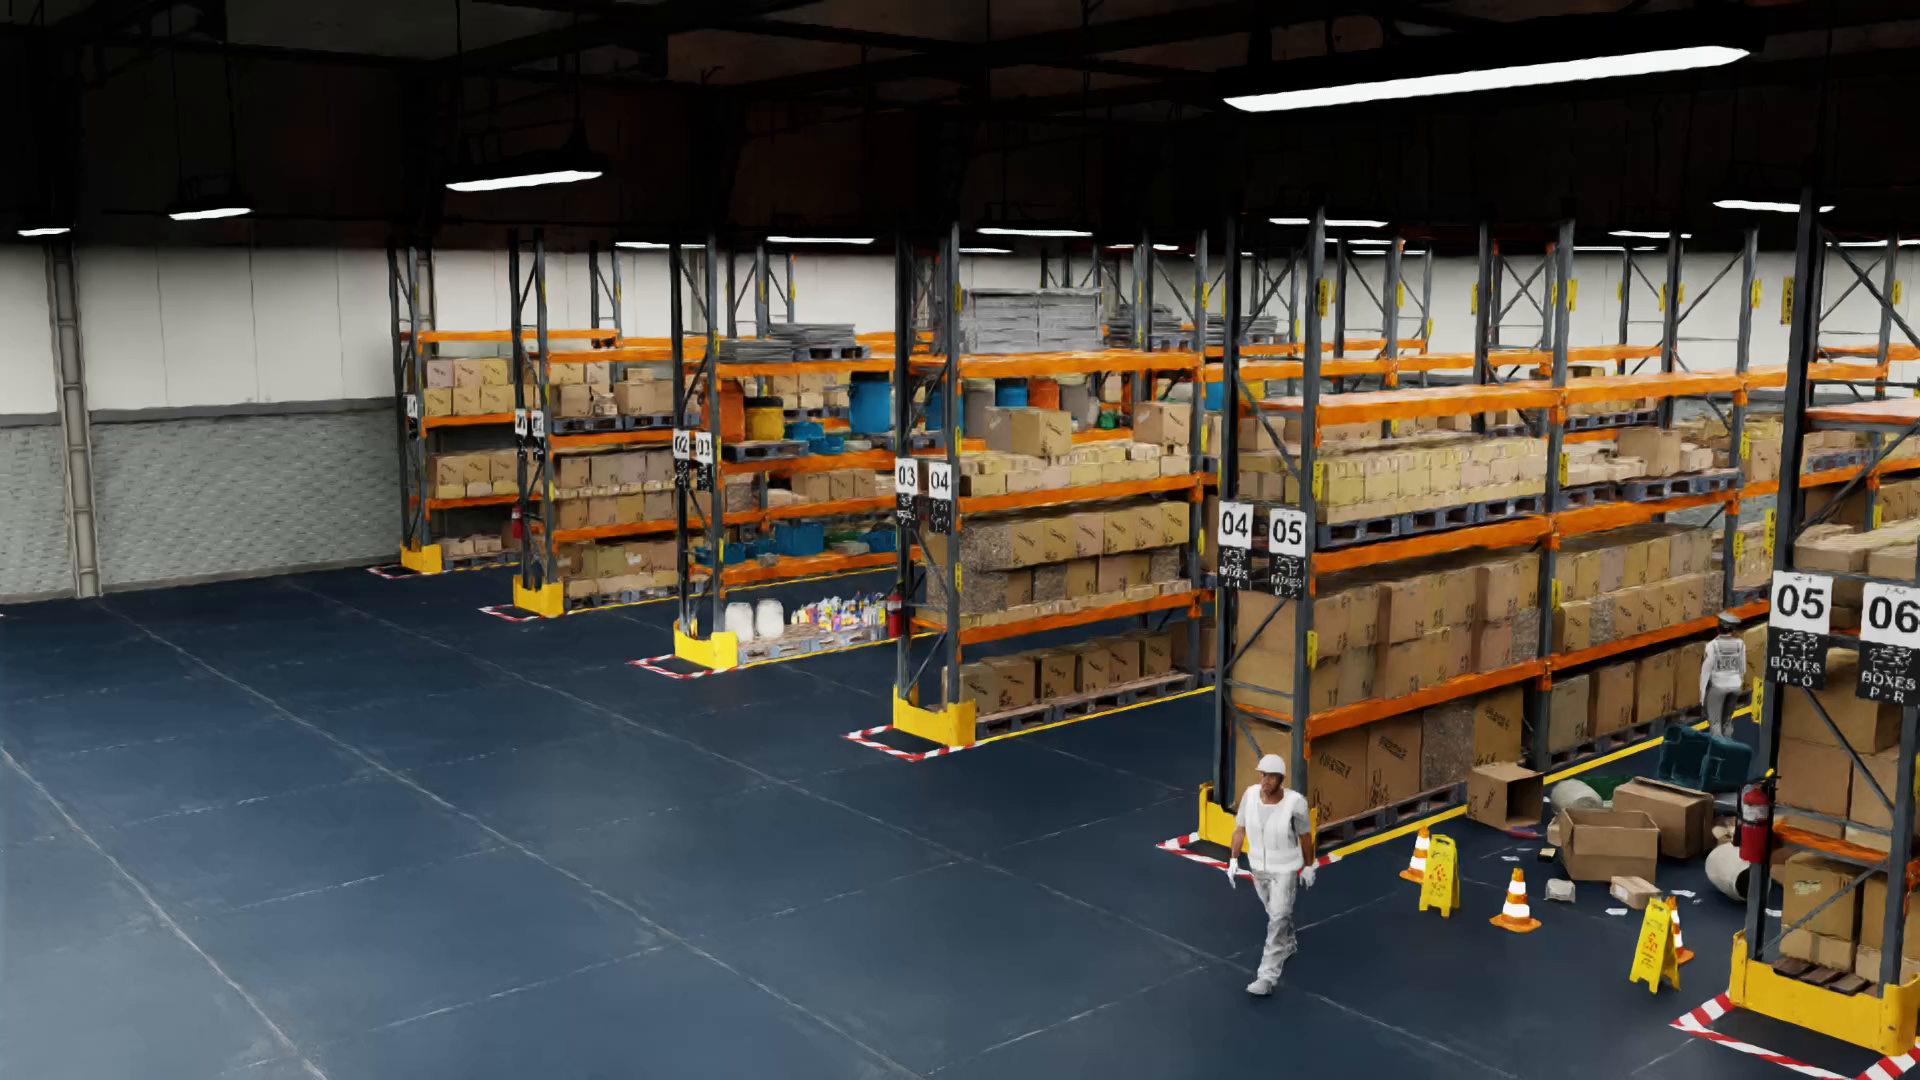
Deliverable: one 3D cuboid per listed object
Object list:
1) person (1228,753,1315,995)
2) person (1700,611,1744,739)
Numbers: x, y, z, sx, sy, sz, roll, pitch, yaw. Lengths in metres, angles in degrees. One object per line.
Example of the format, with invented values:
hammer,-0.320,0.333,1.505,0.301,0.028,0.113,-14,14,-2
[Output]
person,2.299,2.423,12.358,0.550,1.724,1.031,8,12,41
person,8.155,1.598,17.891,0.559,1.678,0.496,-2,9,-13
